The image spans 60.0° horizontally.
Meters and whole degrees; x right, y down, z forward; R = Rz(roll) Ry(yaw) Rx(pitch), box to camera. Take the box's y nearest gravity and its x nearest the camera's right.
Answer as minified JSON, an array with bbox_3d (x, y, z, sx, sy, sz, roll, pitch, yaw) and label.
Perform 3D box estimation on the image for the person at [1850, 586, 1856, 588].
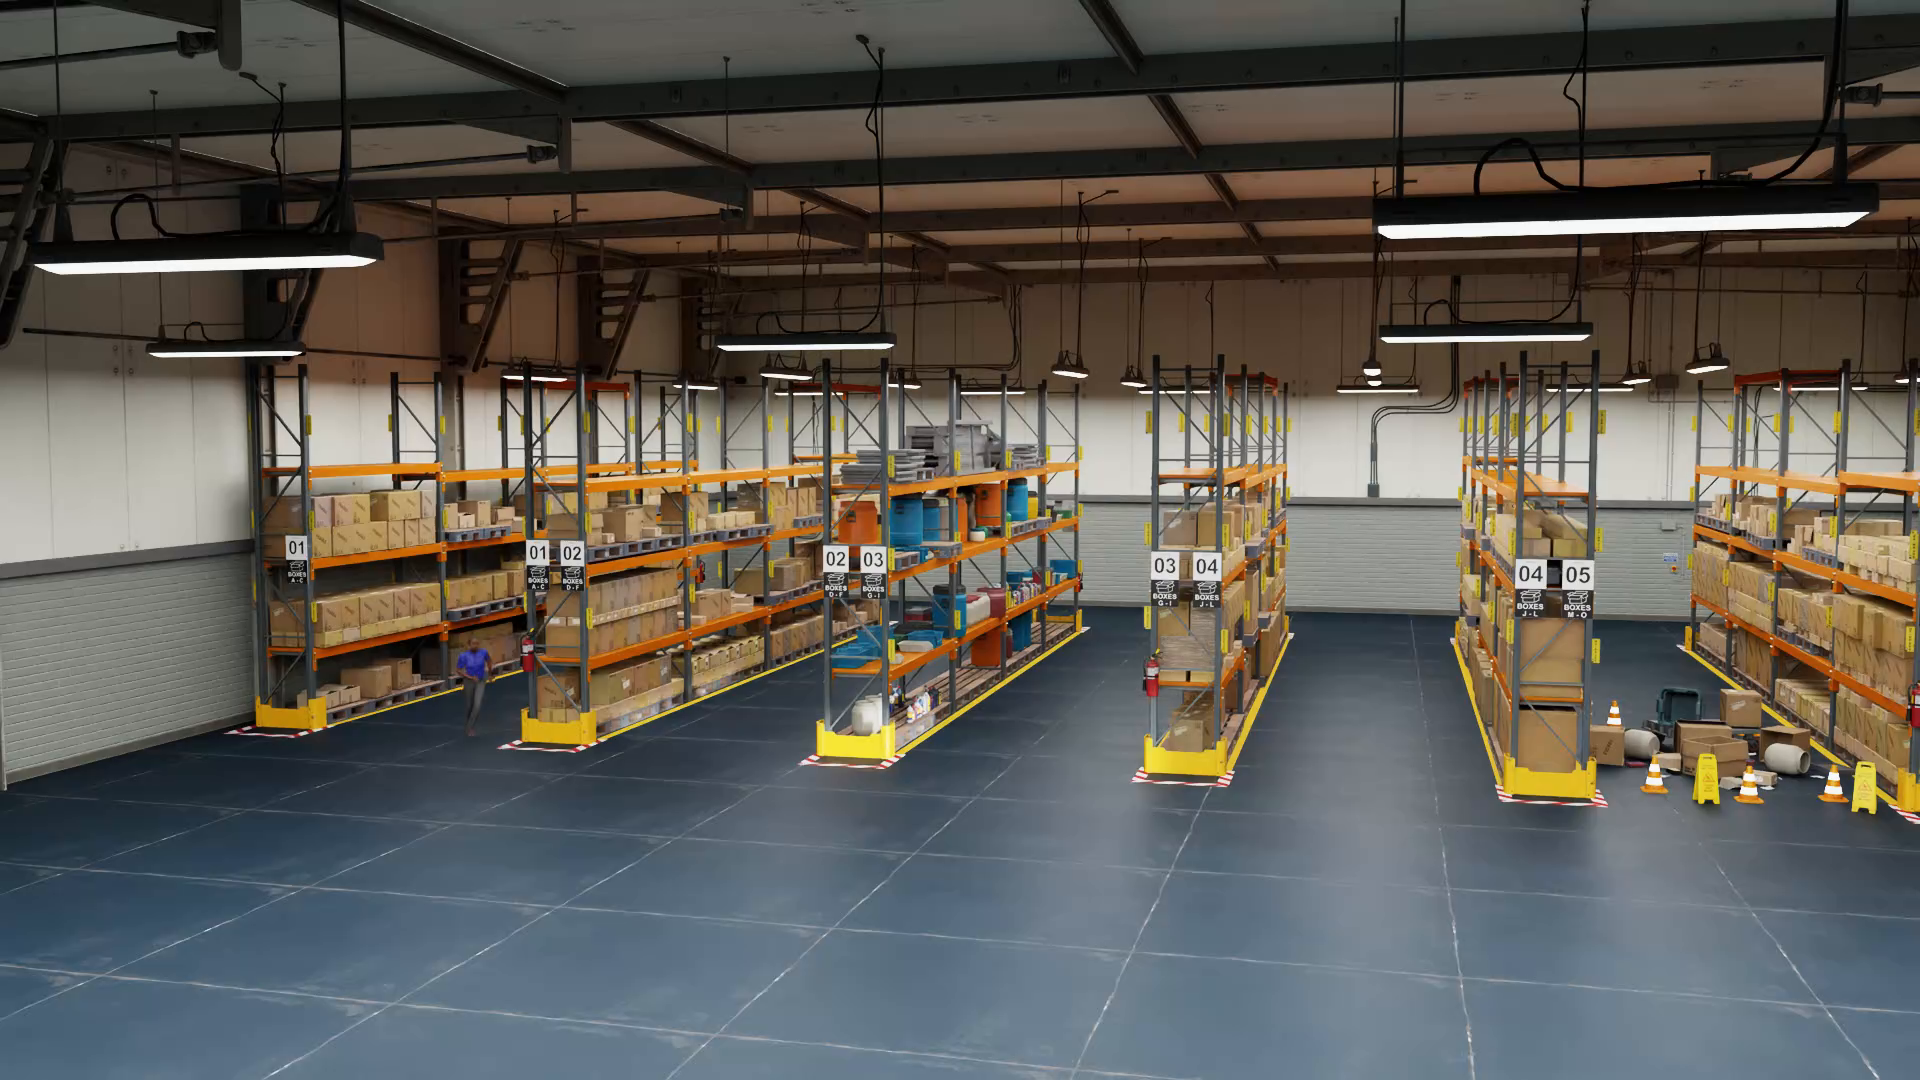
[{"bbox_3d":[18.524,1.782,34.427,0.608,1.699,0.885,-1,4,-12],"label":"person"}]

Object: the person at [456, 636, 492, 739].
[{"bbox_3d":[-7.850,2.401,26.892,0.562,1.554,0.758,-1,4,-17],"label":"person"}]
